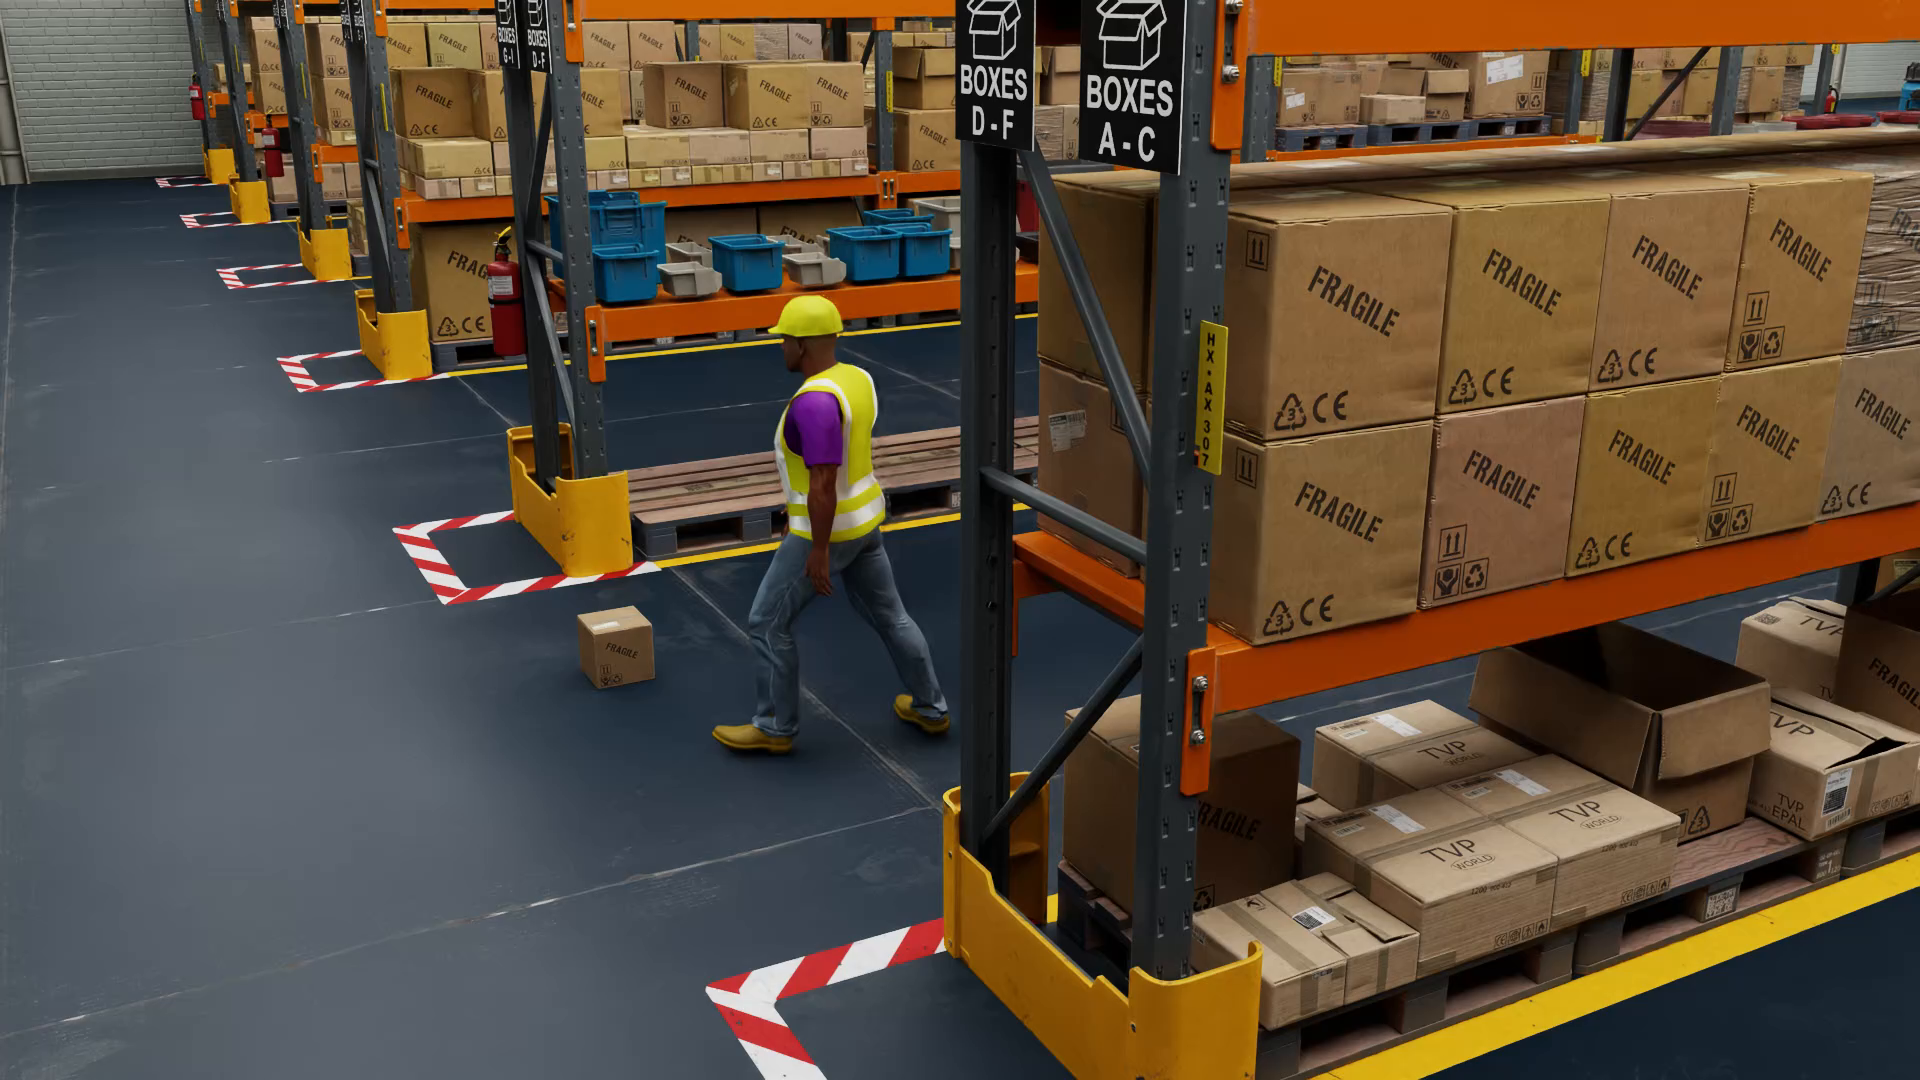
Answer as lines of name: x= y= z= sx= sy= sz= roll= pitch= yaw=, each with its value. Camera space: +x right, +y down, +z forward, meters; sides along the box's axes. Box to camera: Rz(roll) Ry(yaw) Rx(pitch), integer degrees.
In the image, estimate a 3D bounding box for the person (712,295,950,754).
person: x=5.254 y=-1.526 z=10.681 sx=8.305 sy=1.721 sz=13.402 roll=7 pitch=19 yaw=19
